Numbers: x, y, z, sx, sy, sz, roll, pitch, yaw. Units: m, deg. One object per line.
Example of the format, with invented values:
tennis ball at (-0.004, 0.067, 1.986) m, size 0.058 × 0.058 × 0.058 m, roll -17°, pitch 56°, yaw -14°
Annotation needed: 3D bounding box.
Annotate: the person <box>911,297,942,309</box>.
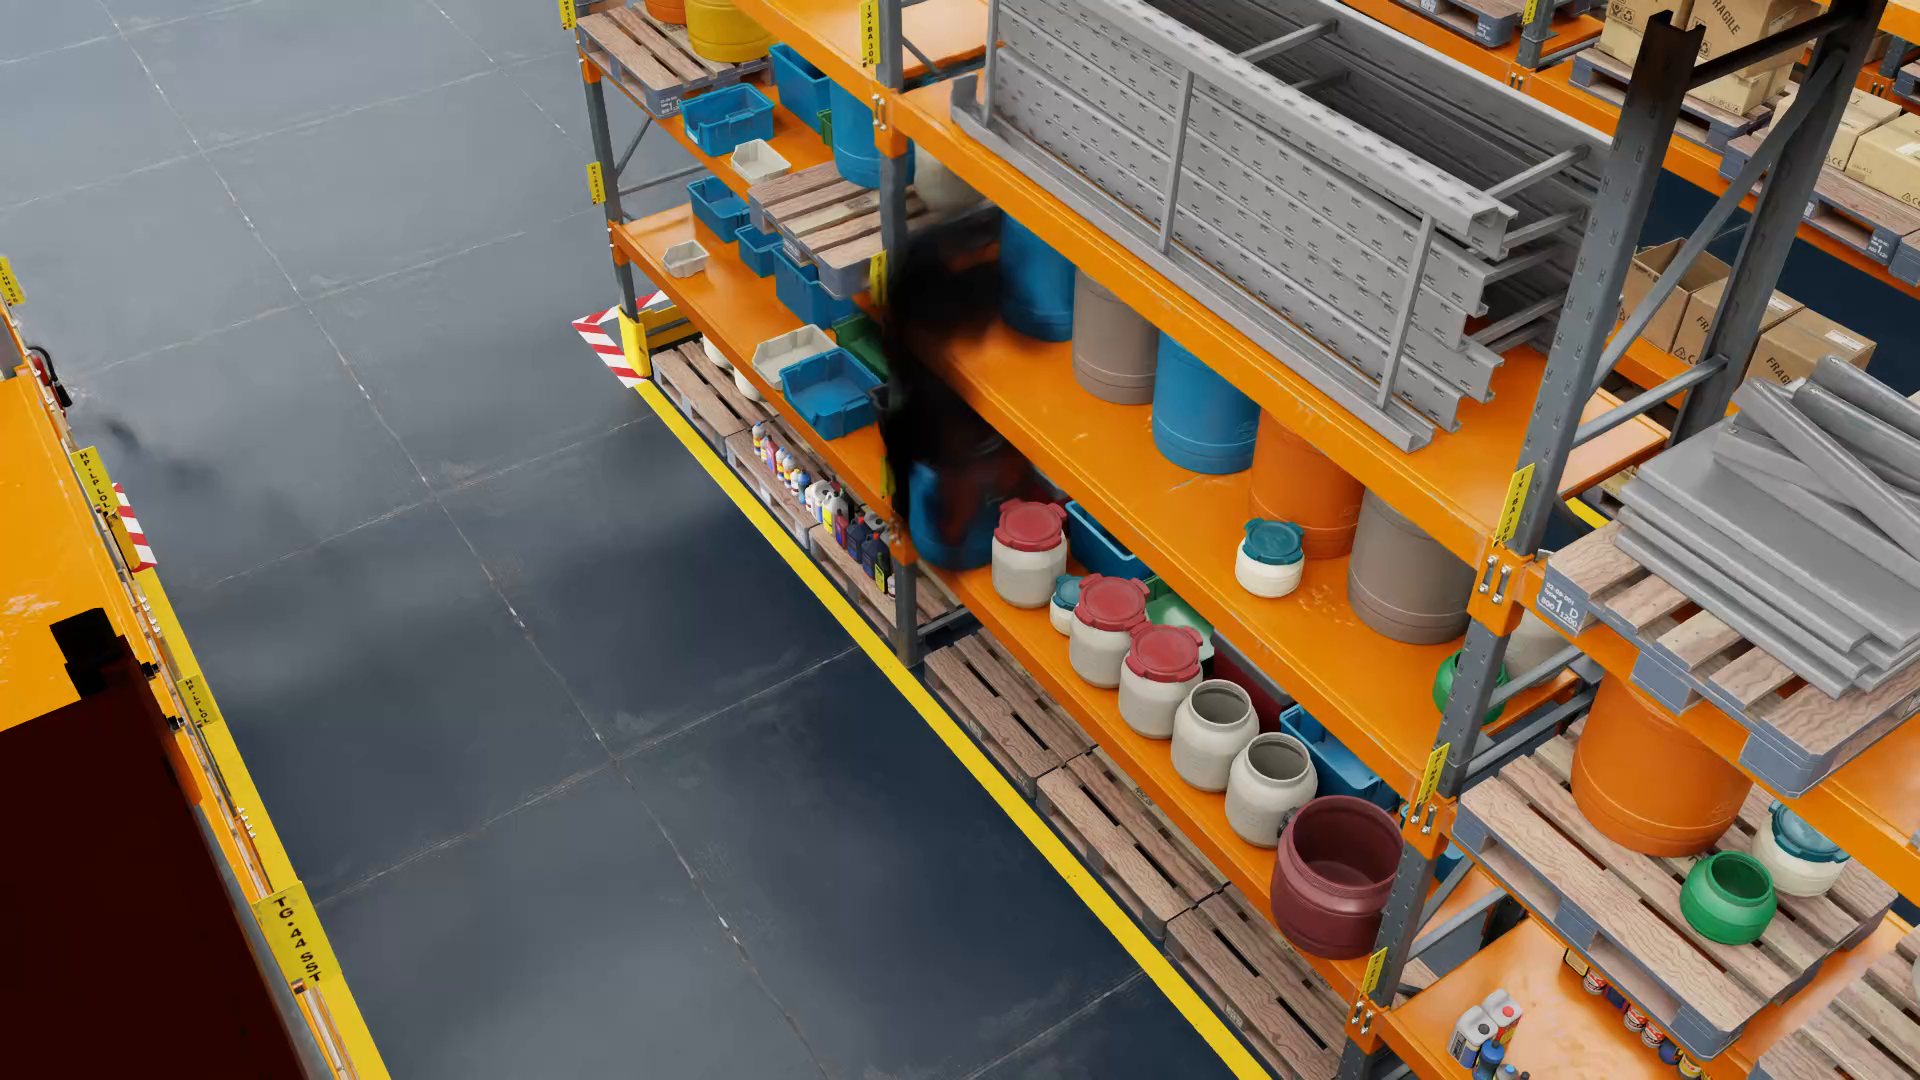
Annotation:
person at (-0.597, -2.586, 13.078) m, size 1.037 × 1.757 × 0.712 m, roll 29°, pitch 50°, yaw 28°
